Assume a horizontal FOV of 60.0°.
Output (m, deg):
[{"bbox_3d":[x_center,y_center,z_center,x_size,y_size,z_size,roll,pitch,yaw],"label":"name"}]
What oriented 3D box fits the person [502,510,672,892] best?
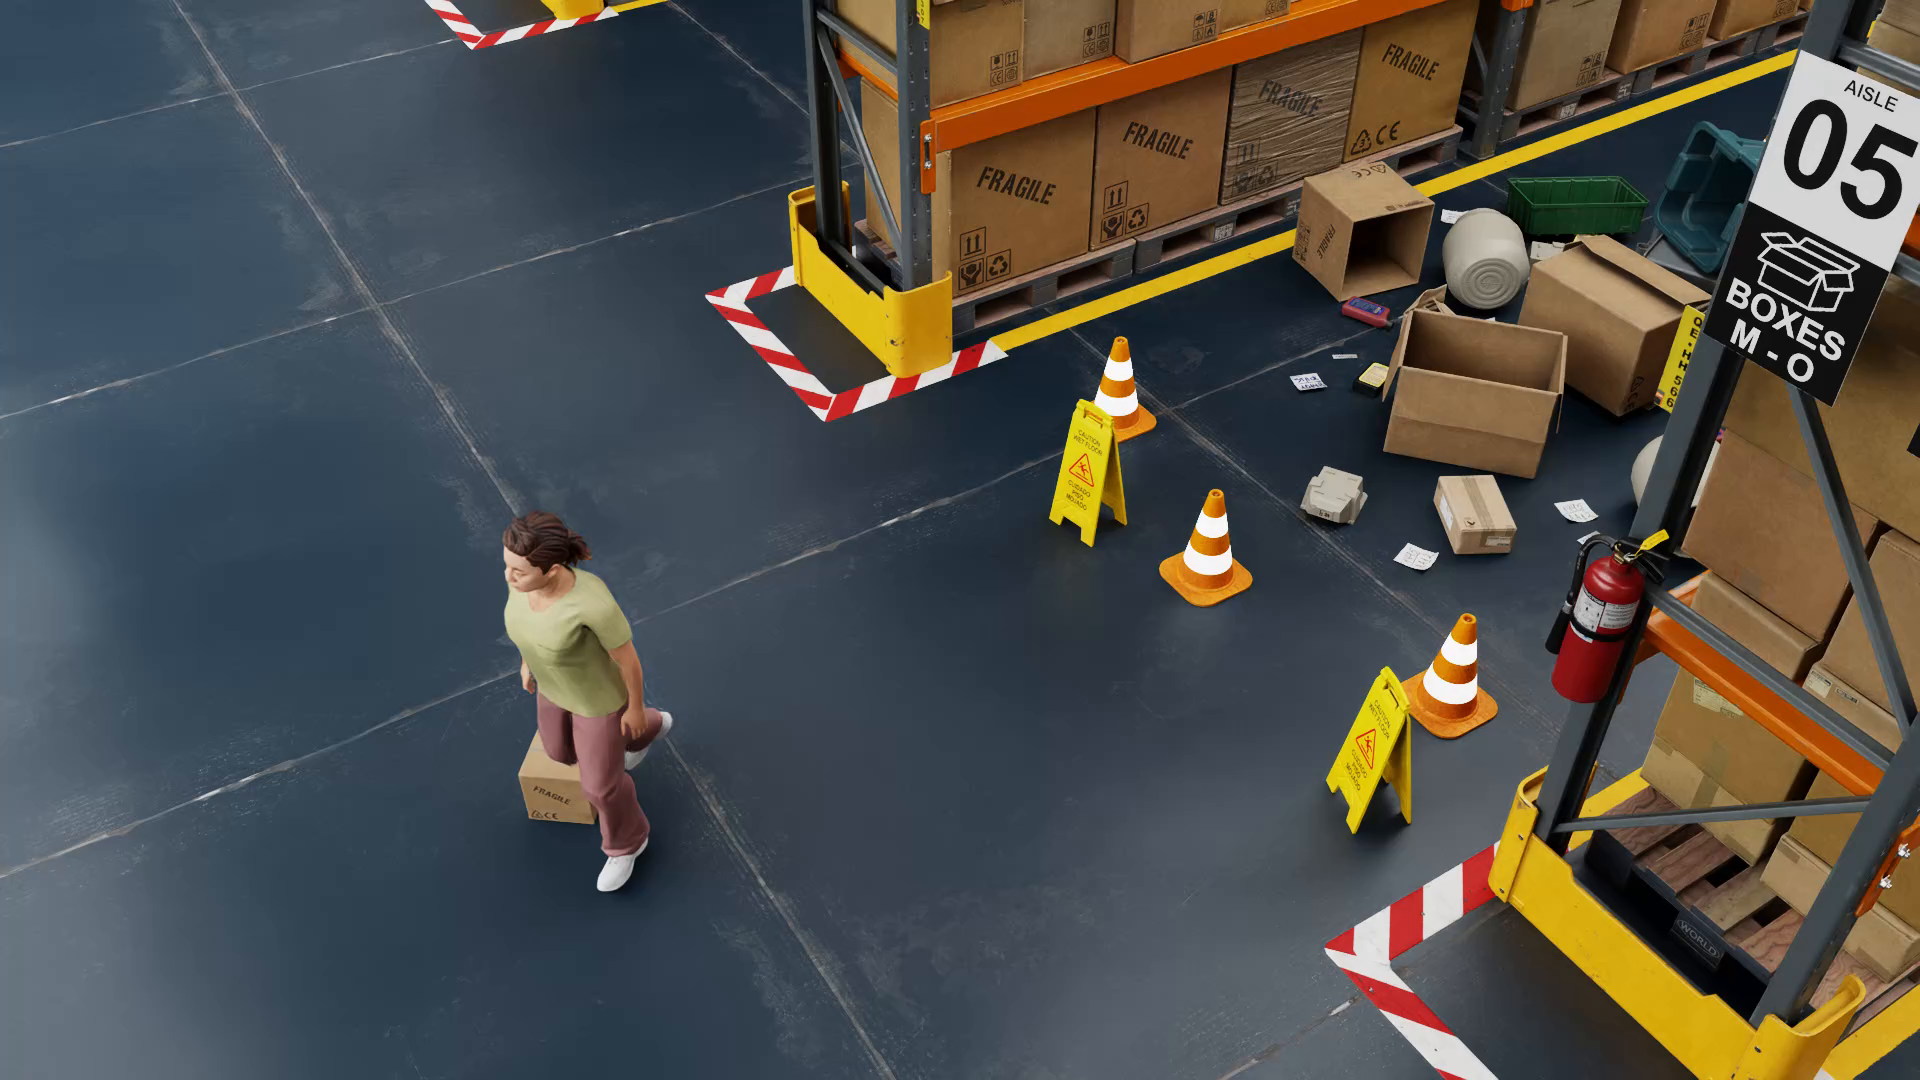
[{"bbox_3d":[-1.203,0.433,5.648,0.502,1.654,0.644,23,46,24],"label":"person"}]
